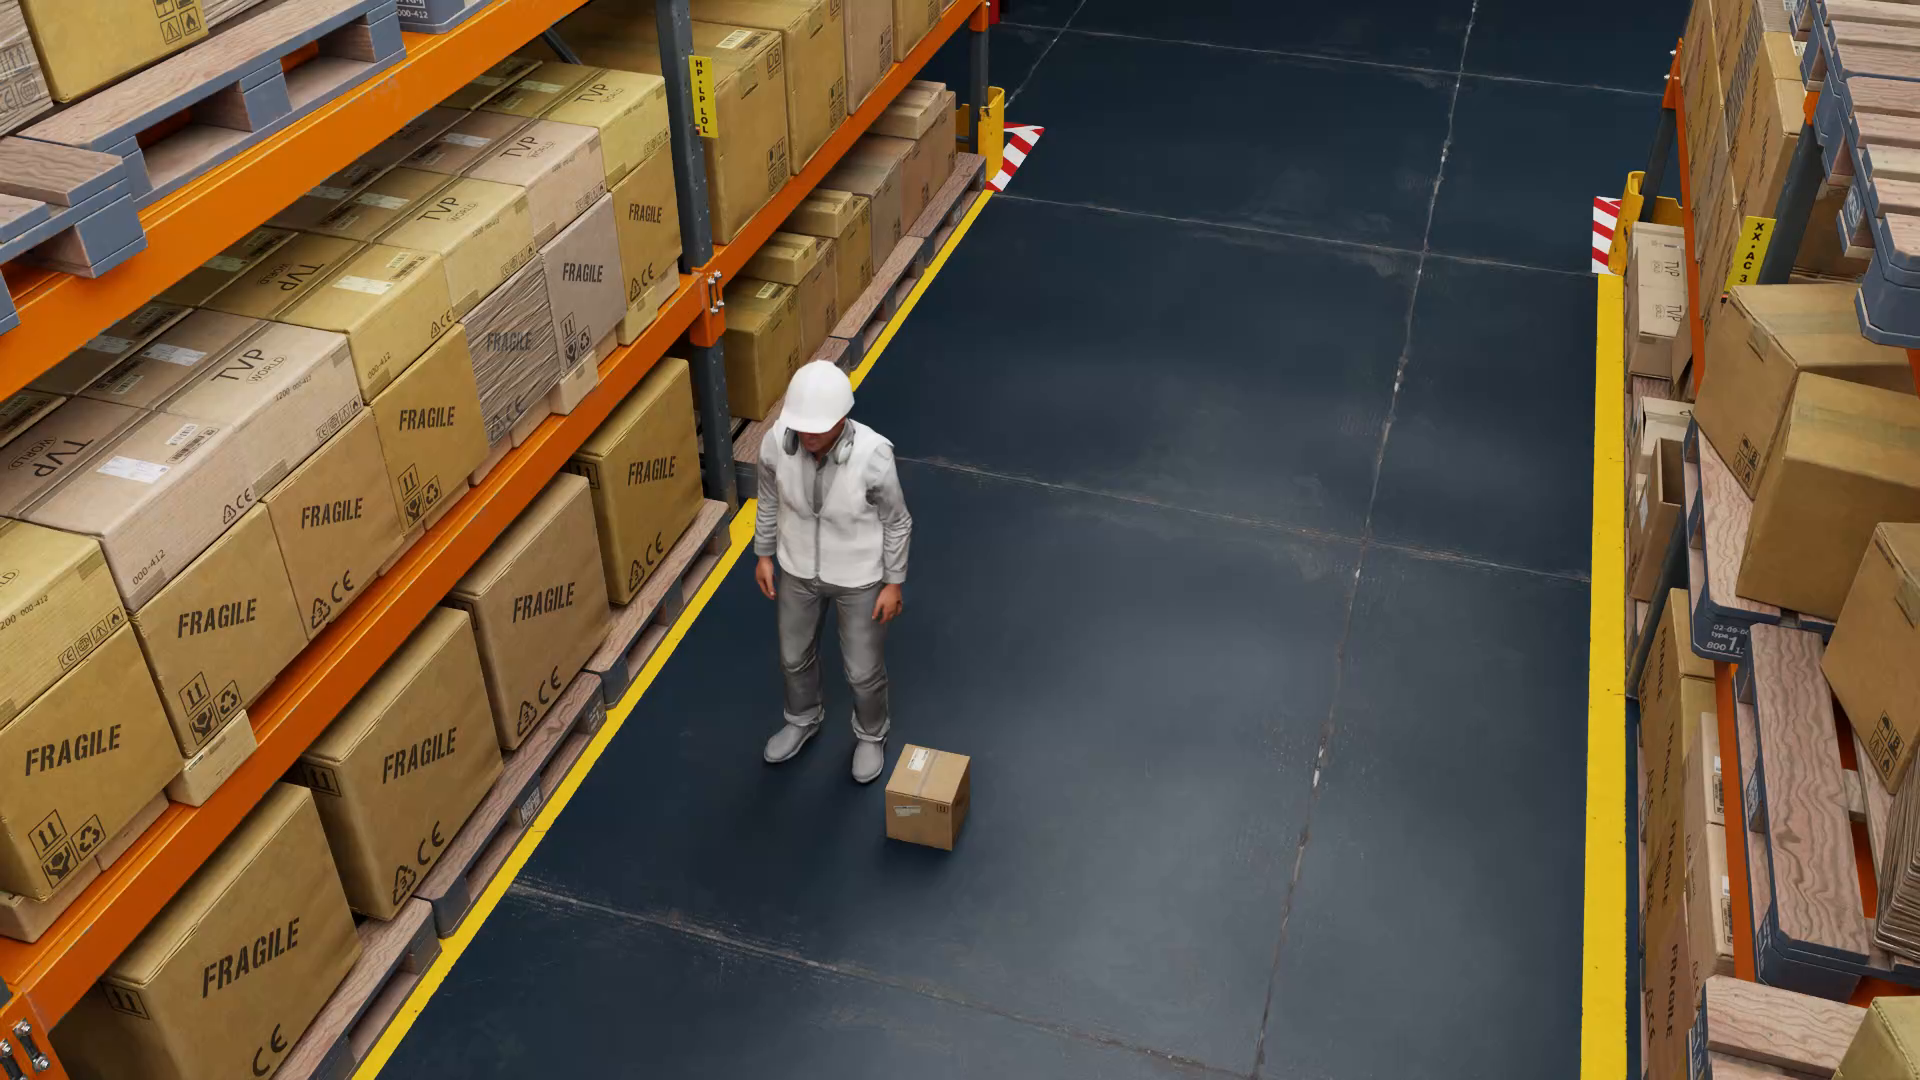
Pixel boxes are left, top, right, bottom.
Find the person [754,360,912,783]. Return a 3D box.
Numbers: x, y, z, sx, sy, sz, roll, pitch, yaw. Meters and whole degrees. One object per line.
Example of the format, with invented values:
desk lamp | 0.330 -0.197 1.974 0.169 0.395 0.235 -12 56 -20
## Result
person | -0.462 0.106 5.985 0.579 1.772 0.462 12 38 15
